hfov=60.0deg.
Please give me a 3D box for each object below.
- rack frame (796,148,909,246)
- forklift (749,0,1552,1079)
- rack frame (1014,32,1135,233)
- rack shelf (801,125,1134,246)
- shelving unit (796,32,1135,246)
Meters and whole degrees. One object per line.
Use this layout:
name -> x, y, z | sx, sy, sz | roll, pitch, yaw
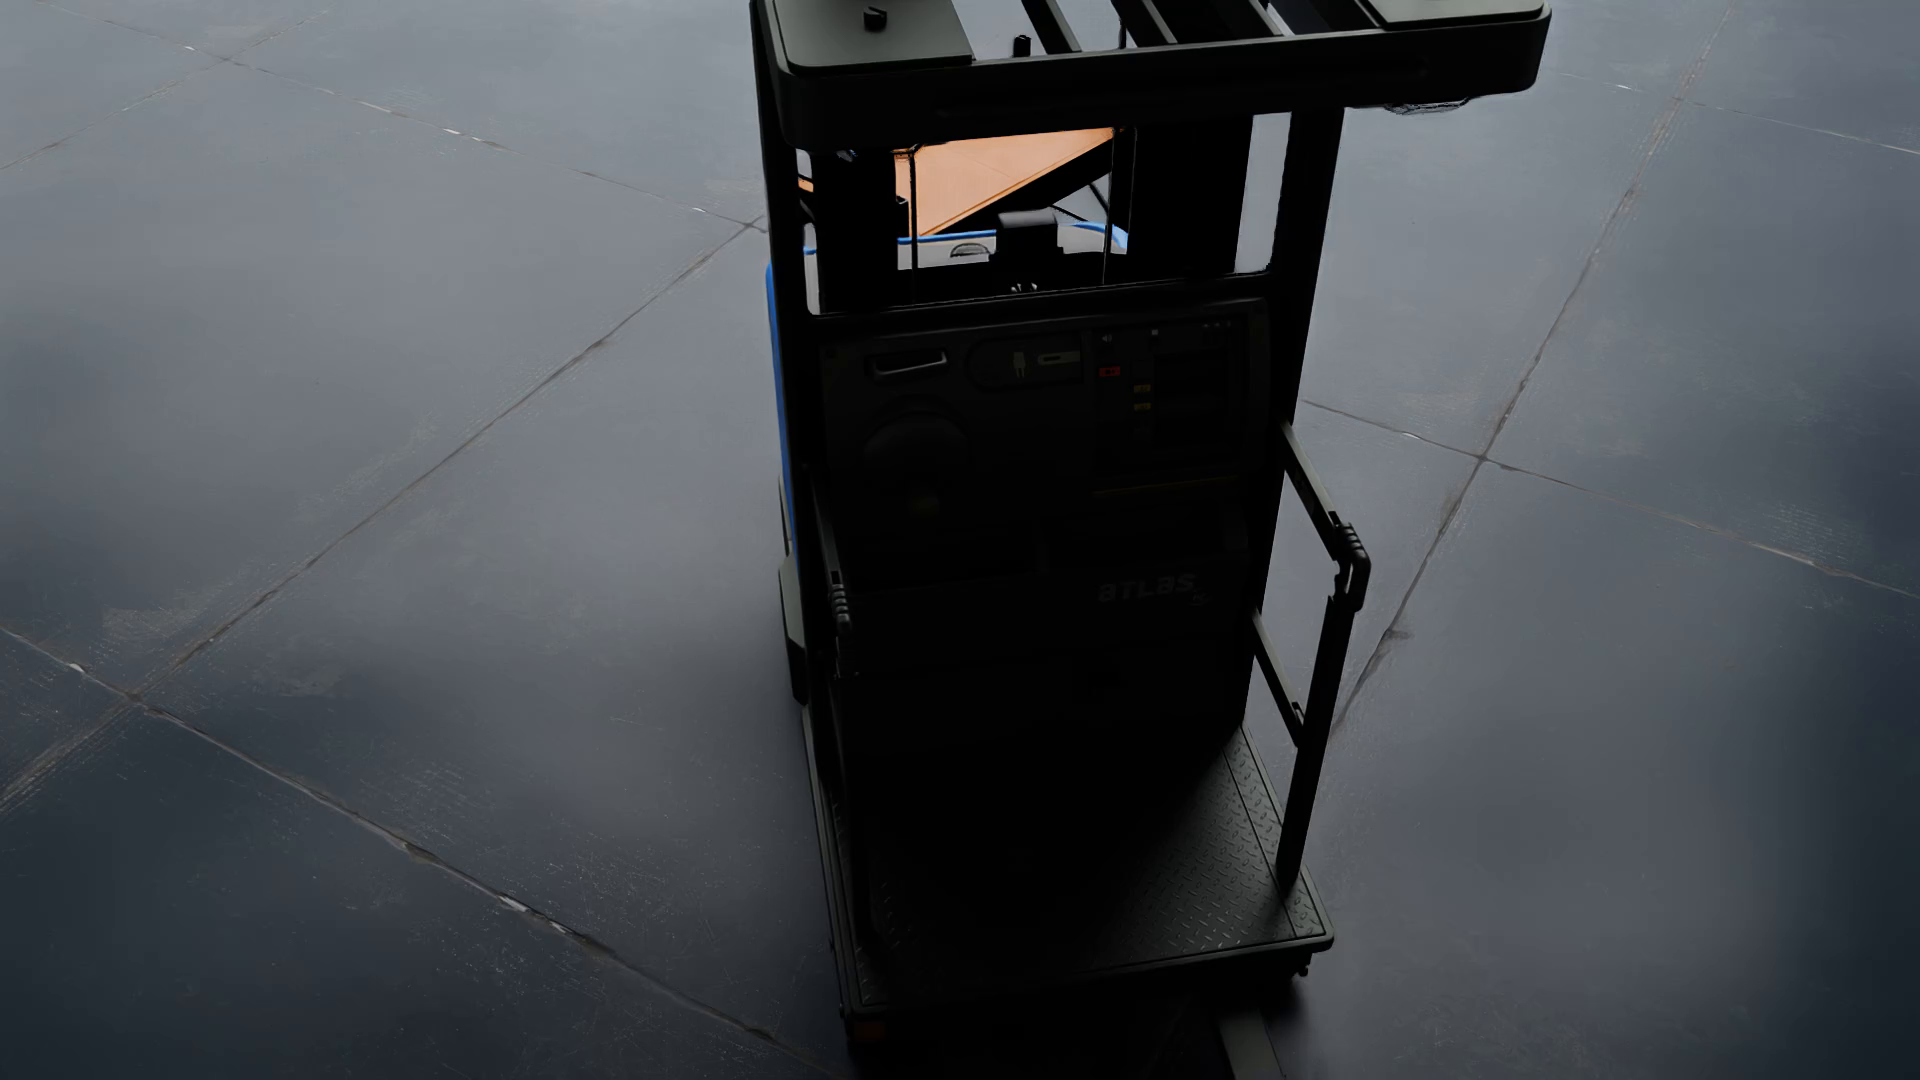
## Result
rack frame -> -0.334, -0.631, 5.116 | 0.500, 1.125, 0.032 | 32, 51, 31
forklift -> 0.222, -0.188, 3.246 | 1.130, 2.935, 3.031 | -7, 42, -8
rack frame -> 0.369, -1.117, 5.667 | 0.500, 1.125, 0.032 | 32, 51, 31
rack shelf -> 0.017, -1.094, 5.198 | 0.538, 0.278, 1.000 | 32, 51, 31
shelving unit -> 0.017, -0.874, 5.391 | 0.538, 1.125, 1.048 | 32, 51, 31
